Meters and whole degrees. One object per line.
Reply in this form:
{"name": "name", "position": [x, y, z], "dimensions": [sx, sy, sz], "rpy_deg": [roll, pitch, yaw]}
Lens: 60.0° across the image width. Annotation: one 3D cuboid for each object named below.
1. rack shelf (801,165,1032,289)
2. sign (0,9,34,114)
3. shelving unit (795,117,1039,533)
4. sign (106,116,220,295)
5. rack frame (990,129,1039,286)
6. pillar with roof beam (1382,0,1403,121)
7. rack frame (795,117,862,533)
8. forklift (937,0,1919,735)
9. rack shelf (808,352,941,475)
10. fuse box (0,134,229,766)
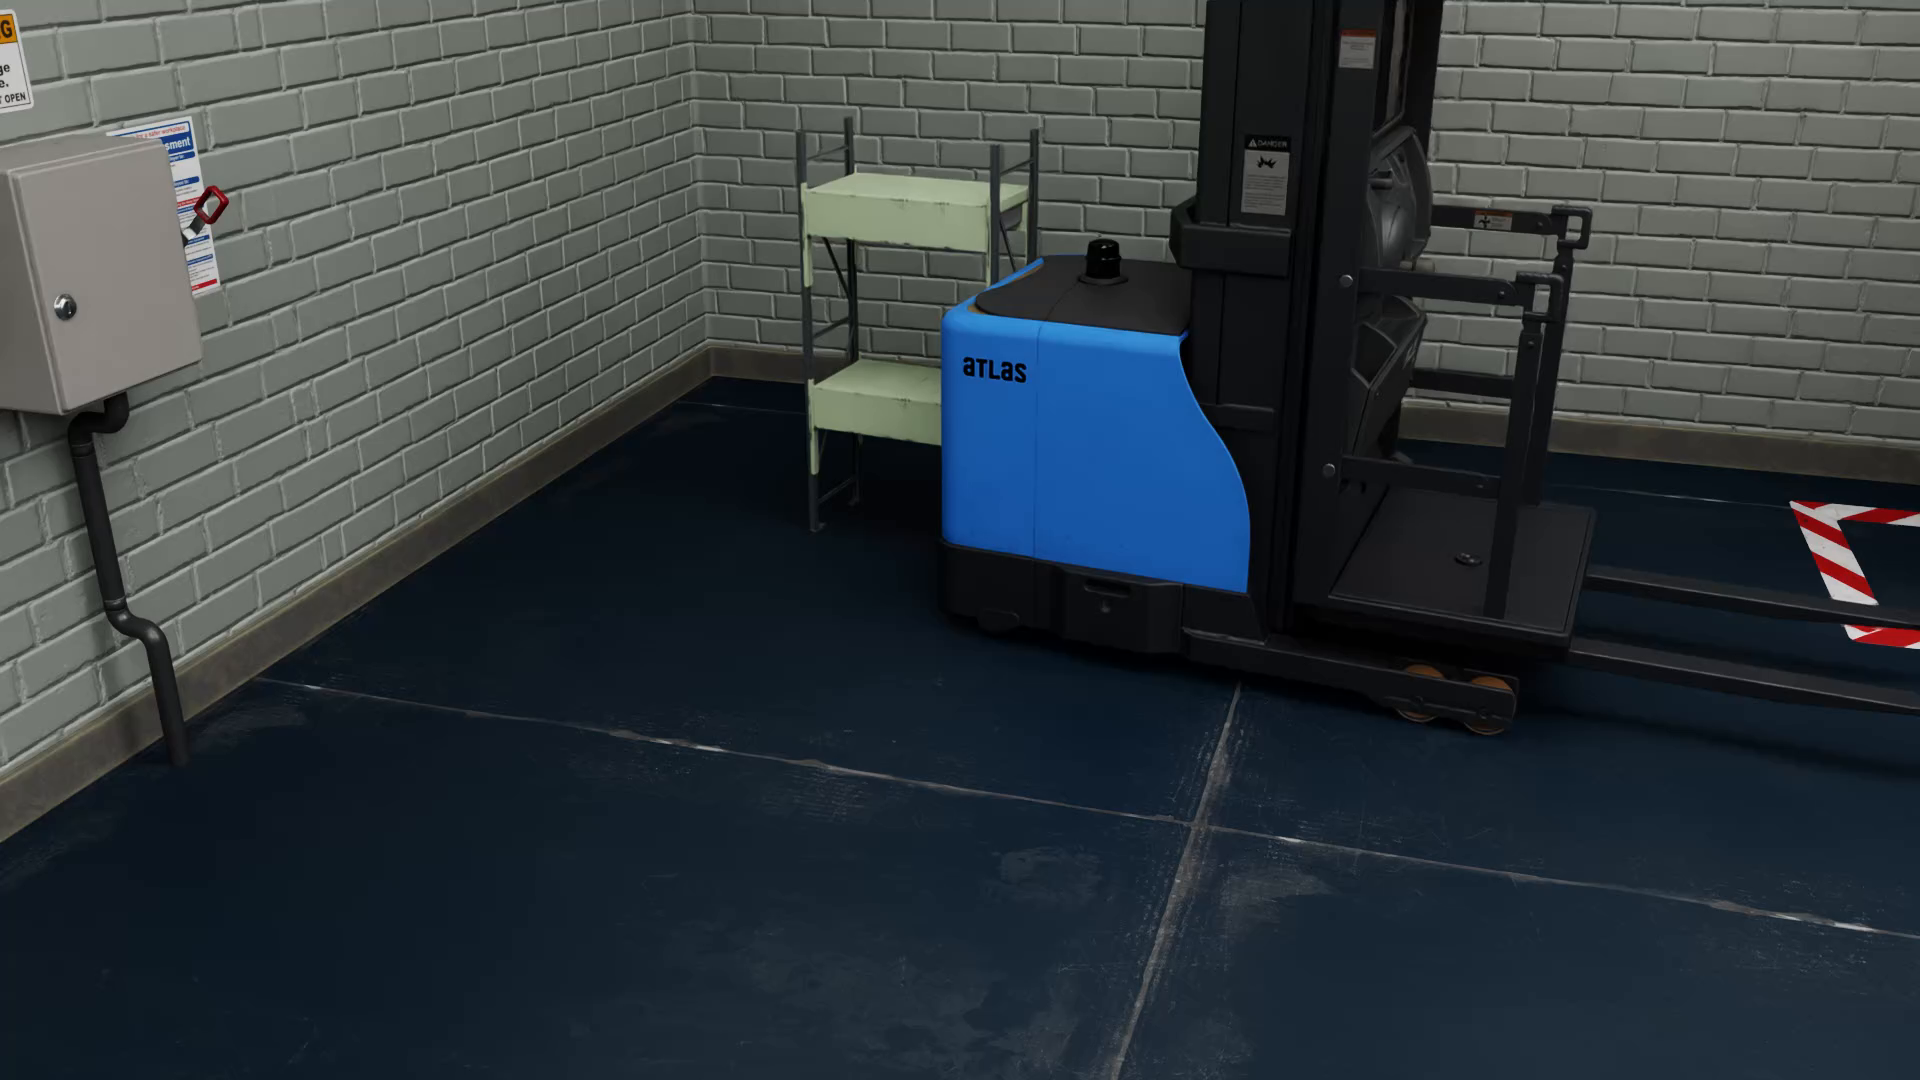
{"name": "rack shelf", "position": [-0.147, -1.097, 5.939], "dimensions": [0.720, 0.370, 0.431], "rpy_deg": [9, 24, 22]}
{"name": "sign", "position": [-2.399, -1.149, 4.030], "dimensions": [0.001, 0.242, 0.339], "rpy_deg": [7, 23, 16]}
{"name": "shelving unit", "position": [-0.147, -0.736, 6.087], "dimensions": [0.755, 1.500, 0.431], "rpy_deg": [9, 24, 22]}
{"name": "sign", "position": [-2.240, -0.923, 4.692], "dimensions": [0.001, 0.494, 0.329], "rpy_deg": [7, 23, 16]}
{"name": "rack frame", "position": [0.189, -0.680, 5.952], "dimensions": [0.023, 1.500, 0.400], "rpy_deg": [9, 24, 22]}
{"name": "pillar with roof beam", "position": [0.340, -3.046, 1.838], "dimensions": [0.400, 9.000, 9.100], "rpy_deg": [7, 23, 16]}
{"name": "rack frame", "position": [-0.482, -0.791, 6.223], "dimensions": [0.023, 1.500, 0.400], "rpy_deg": [9, 24, 22]}
{"name": "forklift", "position": [1.489, -1.014, 4.881], "dimensions": [3.031, 2.935, 1.130], "rpy_deg": [9, 24, 22]}
{"name": "rack shelf", "position": [-0.147, -0.434, 6.211], "dimensions": [0.720, 0.370, 0.431], "rpy_deg": [9, 24, 22]}
{"name": "fuse box", "position": [-2.185, -0.168, 4.425], "dimensions": [0.414, 1.711, 0.539], "rpy_deg": [7, 23, 16]}
